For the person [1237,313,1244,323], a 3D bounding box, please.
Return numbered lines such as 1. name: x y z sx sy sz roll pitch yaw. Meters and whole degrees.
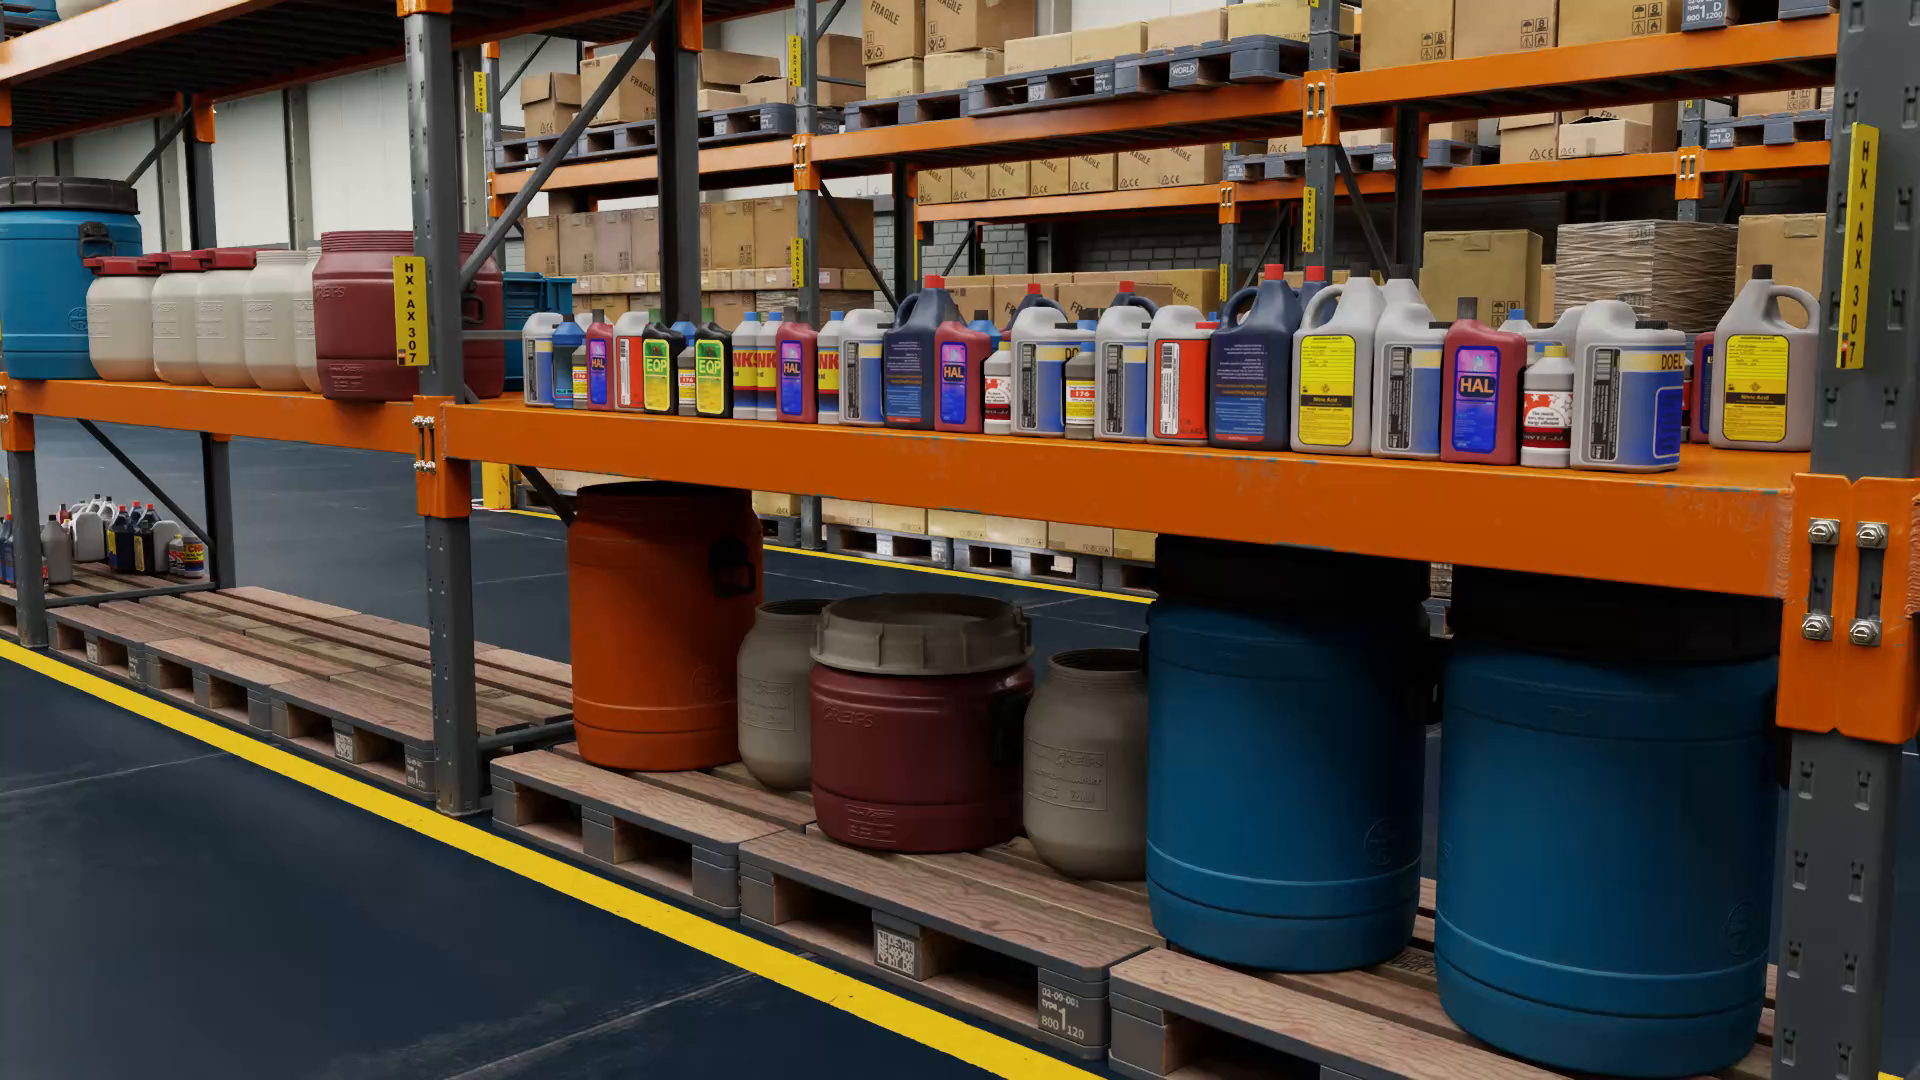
1. person: 1.166 -0.159 7.069 0.466 1.592 0.349 7 10 43
